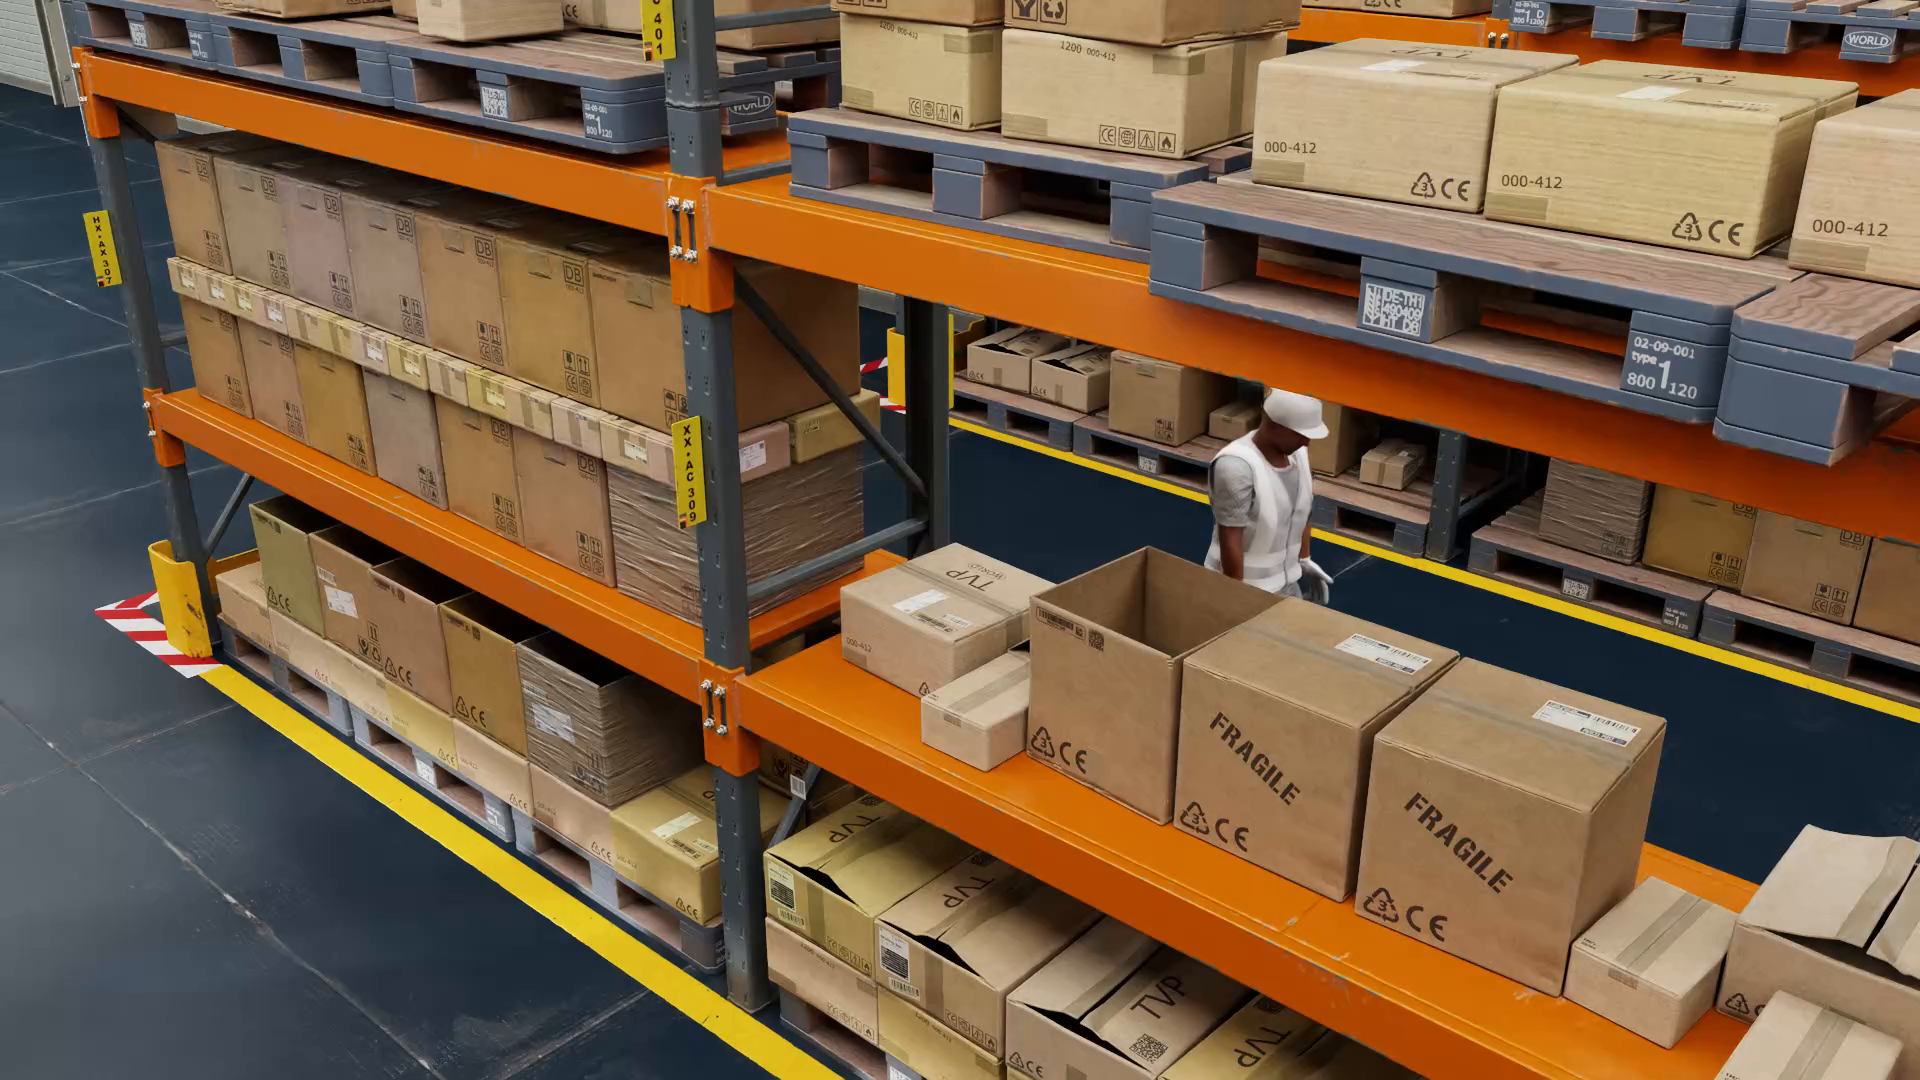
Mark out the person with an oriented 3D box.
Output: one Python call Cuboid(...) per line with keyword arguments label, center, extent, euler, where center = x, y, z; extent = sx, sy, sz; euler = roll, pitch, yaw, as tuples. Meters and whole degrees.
Cuboid(label="person", center=(1.224, 0.182, 6.699), extent=(0.414, 1.754, 0.563), euler=(21, 31, 39))
